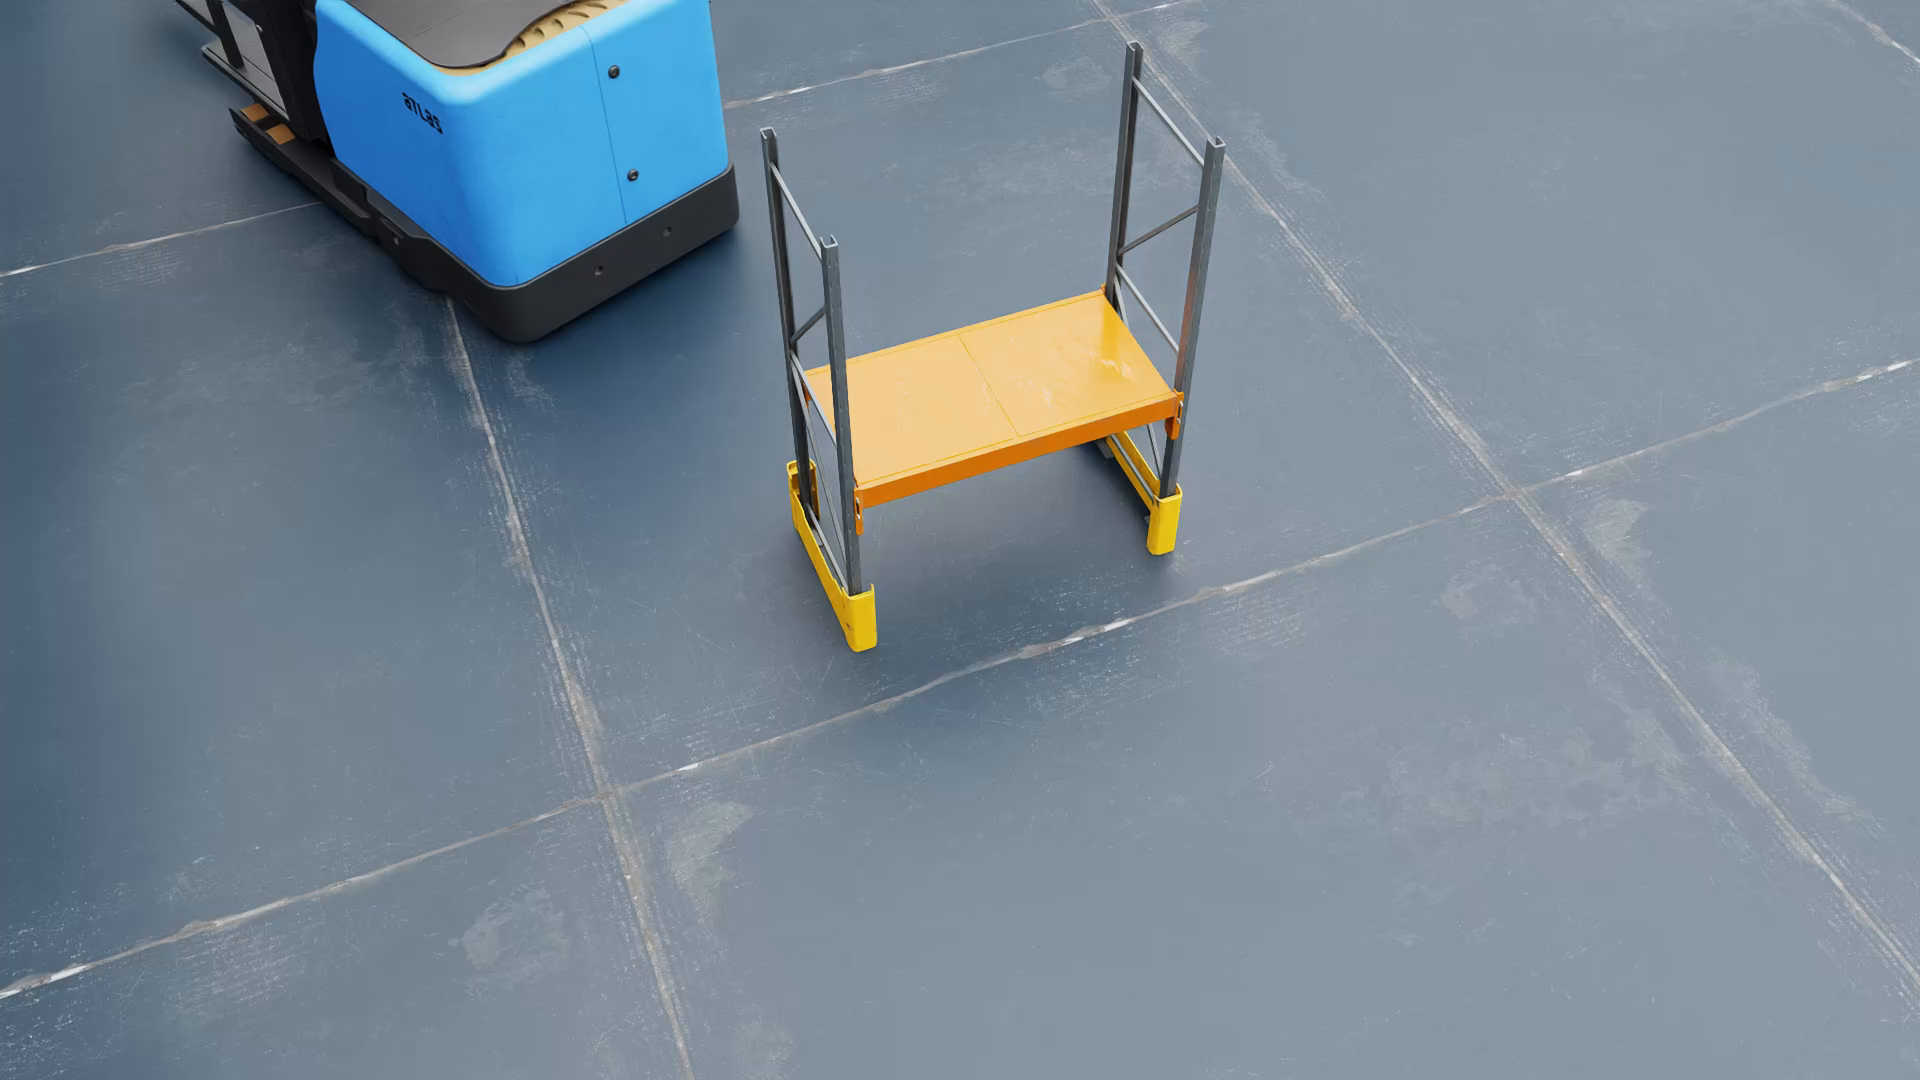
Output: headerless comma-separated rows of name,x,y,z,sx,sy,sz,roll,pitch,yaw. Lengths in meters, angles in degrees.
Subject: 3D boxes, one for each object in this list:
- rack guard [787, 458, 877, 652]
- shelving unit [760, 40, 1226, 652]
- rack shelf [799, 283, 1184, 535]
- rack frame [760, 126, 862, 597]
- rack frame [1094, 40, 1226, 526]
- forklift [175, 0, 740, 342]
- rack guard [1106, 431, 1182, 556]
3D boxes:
rack guard,-0.390,0.040,5.051,0.087,0.250,0.587,-17,52,-14
shelving unit,0.071,-0.510,4.700,1.083,1.500,0.587,-17,52,-14
rack shelf,0.079,-0.396,4.838,1.000,0.185,0.538,-17,52,-14
rack frame,-0.392,-0.367,4.577,0.032,1.500,0.500,-17,52,-14
rack frame,0.550,-0.659,4.827,0.032,1.500,0.500,-17,52,-14
forklift,-2.214,-2.652,5.596,1.130,2.935,3.031,-37,59,-27
rack guard,0.532,-0.246,5.297,0.087,0.250,0.587,-17,52,-14
